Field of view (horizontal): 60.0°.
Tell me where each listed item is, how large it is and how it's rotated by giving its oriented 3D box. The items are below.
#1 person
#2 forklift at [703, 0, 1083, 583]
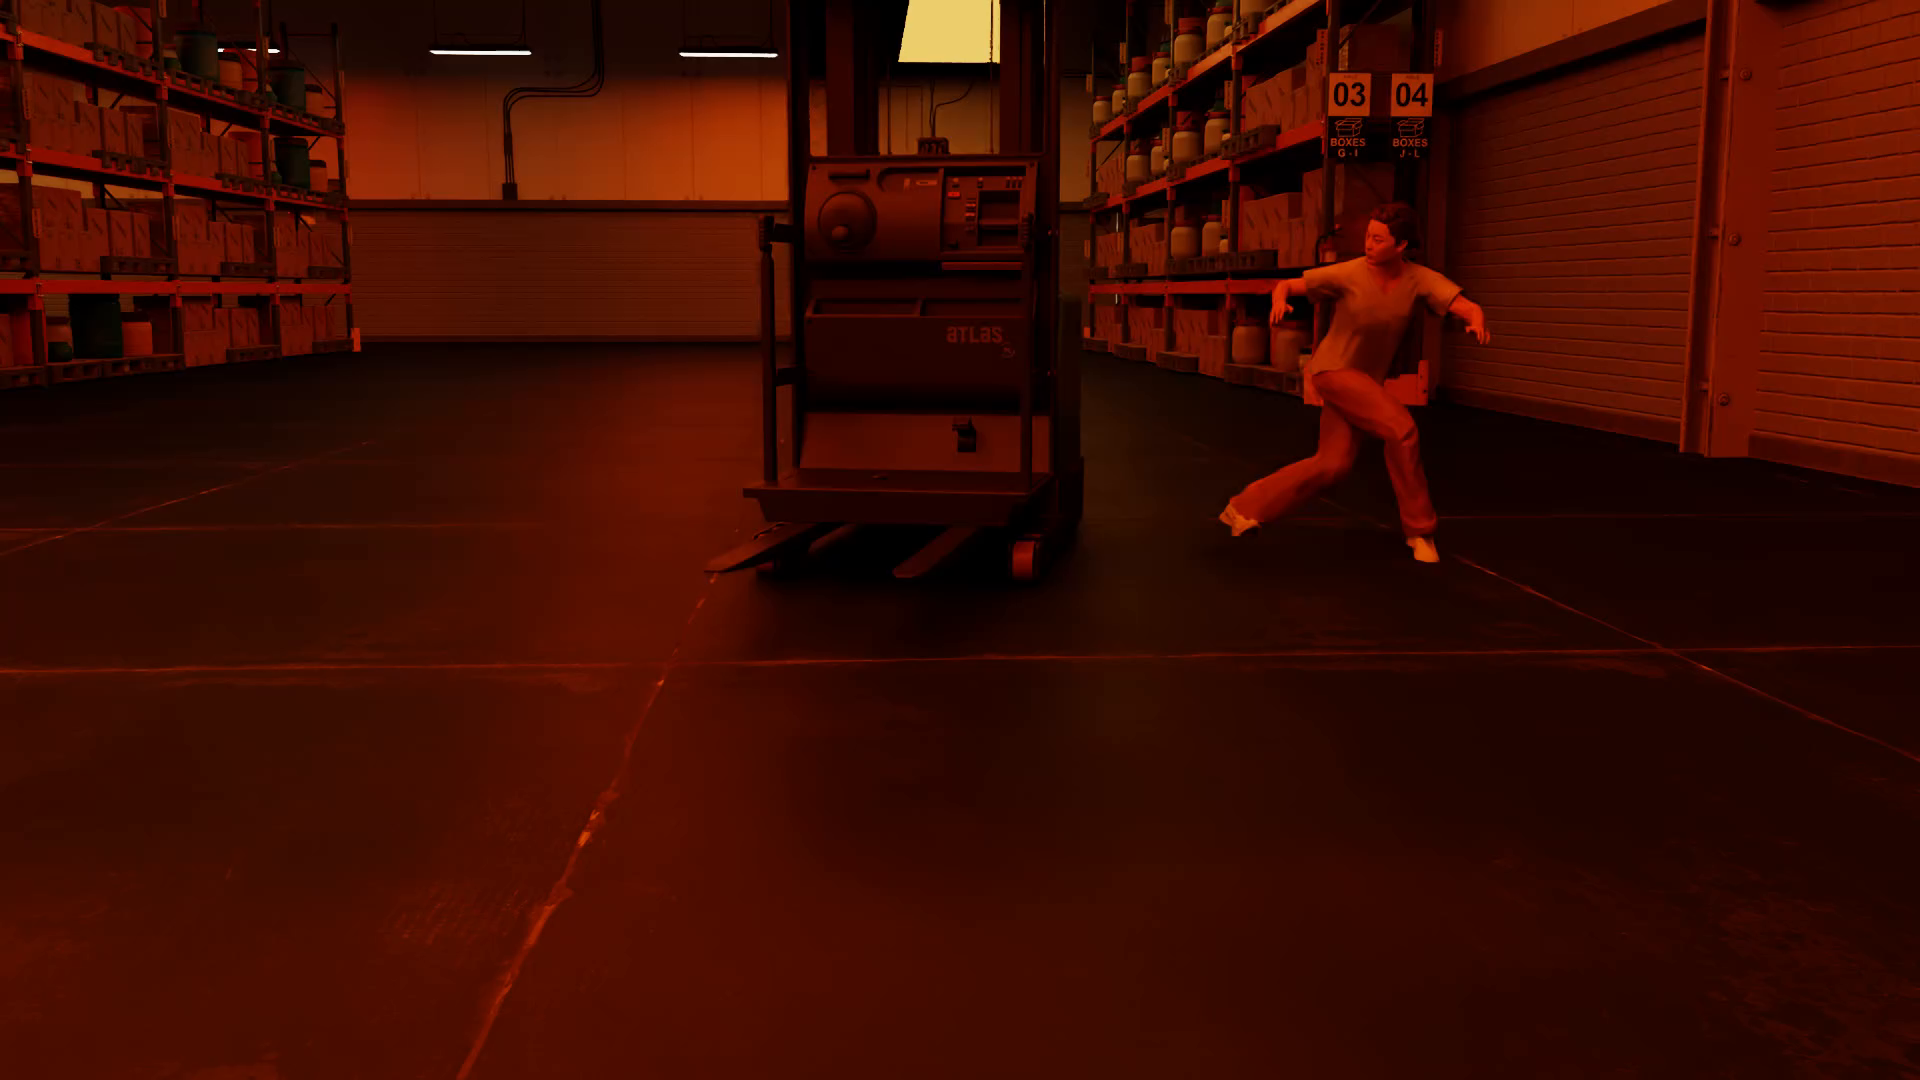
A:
[{"bbox_3d":[1.618,-0.630,6.763,0.829,1.463,1.035,-5,10,-30],"label":"person"},{"bbox_3d":[-0.193,-1.345,6.386,1.130,2.935,3.031,2,9,10],"label":"forklift"}]
